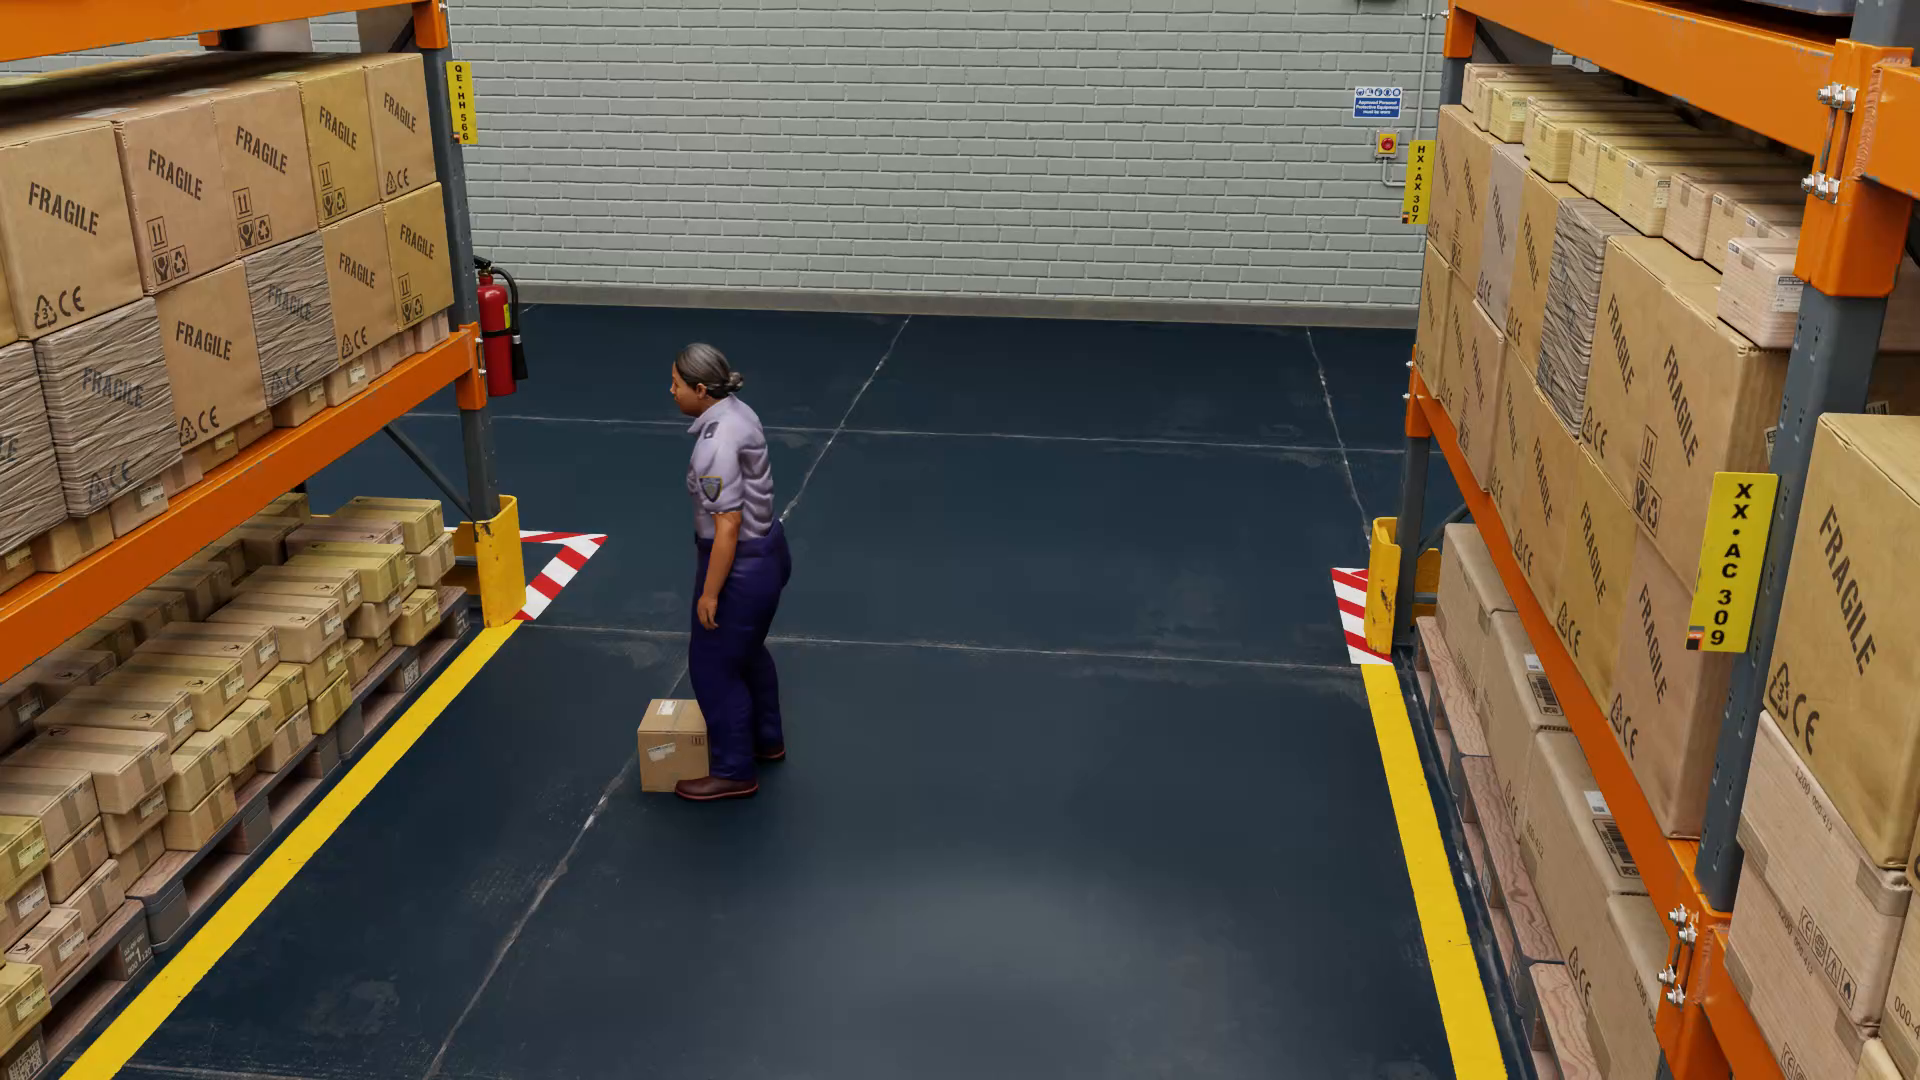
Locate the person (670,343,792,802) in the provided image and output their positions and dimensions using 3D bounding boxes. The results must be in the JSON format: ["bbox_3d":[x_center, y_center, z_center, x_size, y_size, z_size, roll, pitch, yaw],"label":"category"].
[{"bbox_3d":[-0.812,0.115,5.818,0.416,1.638,0.556,2,21,5],"label":"person"}]
